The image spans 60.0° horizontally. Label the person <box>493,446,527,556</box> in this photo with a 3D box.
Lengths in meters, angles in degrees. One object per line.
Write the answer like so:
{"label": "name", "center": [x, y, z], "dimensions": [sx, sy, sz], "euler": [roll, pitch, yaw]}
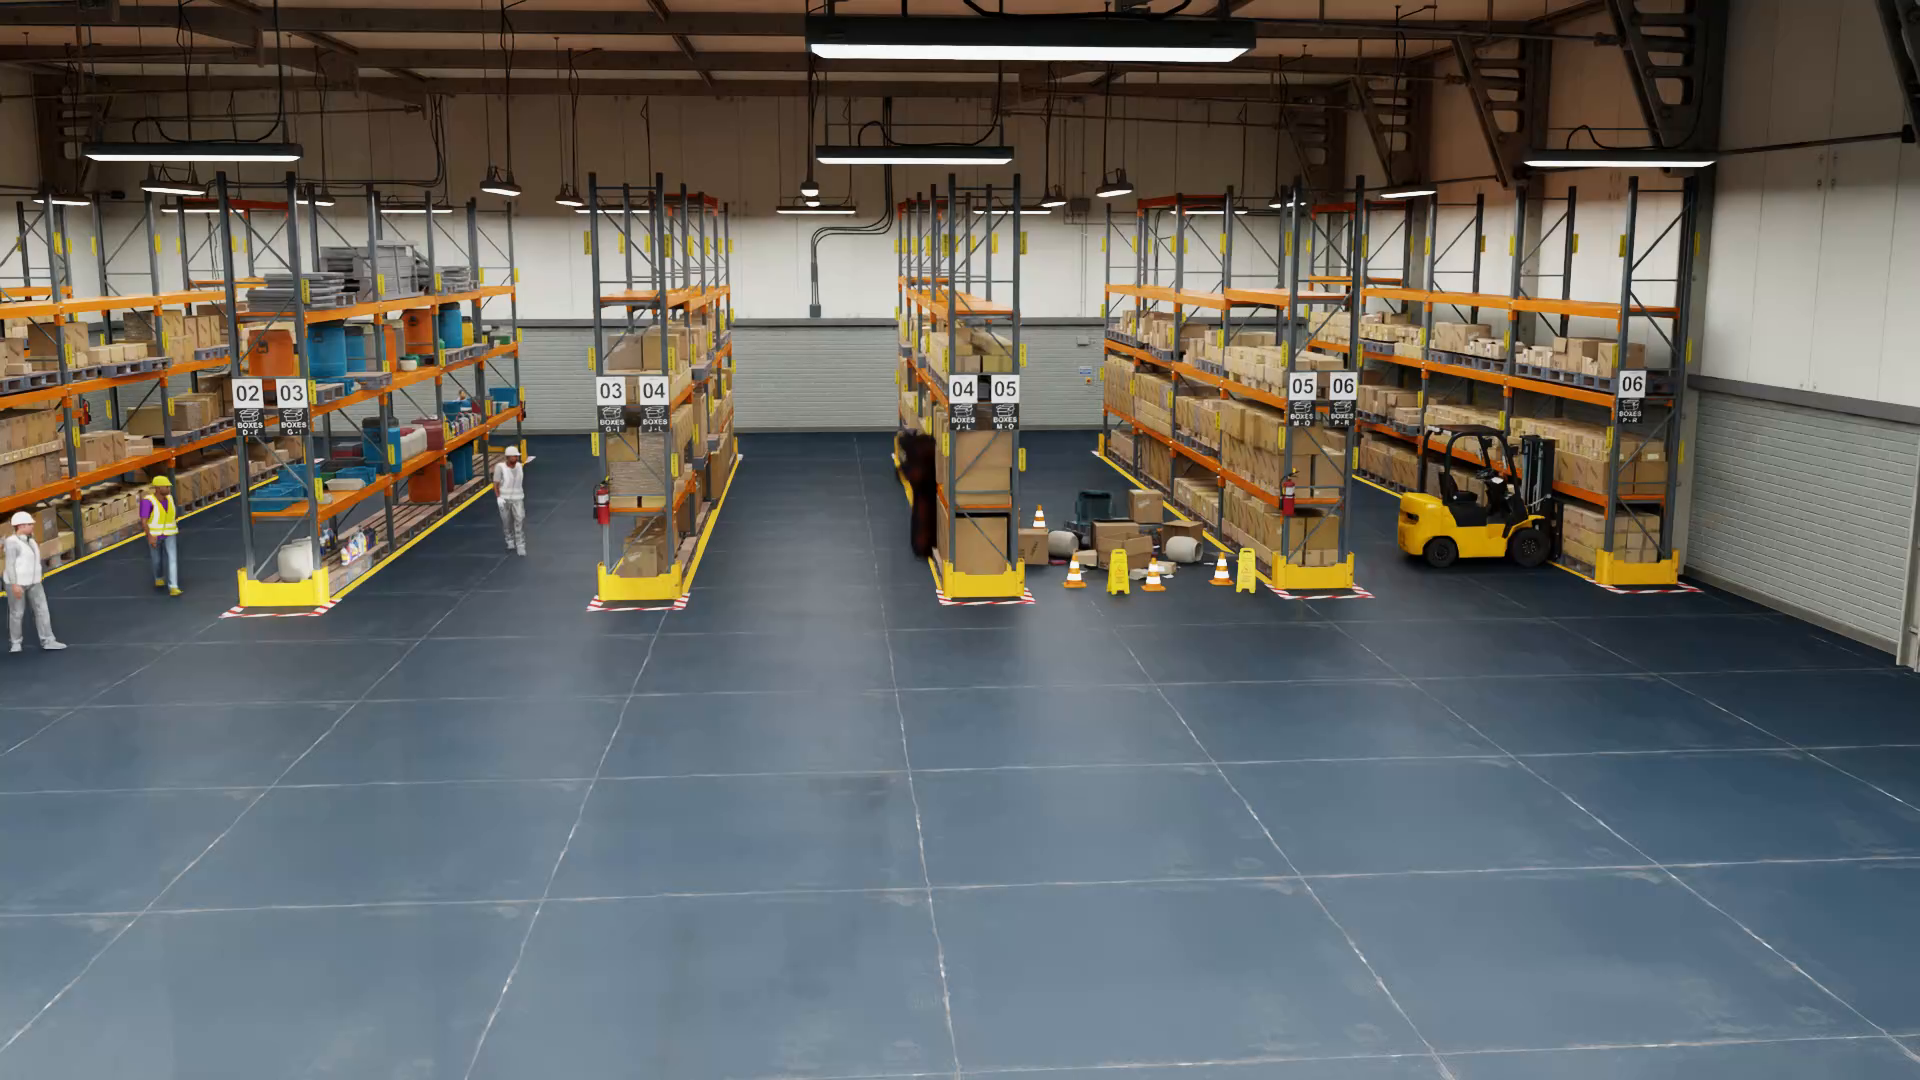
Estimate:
{"label": "person", "center": [-7.403, -0.668, 27.310], "dimensions": [0.484, 1.737, 0.953], "euler": [-3, 10, -14]}

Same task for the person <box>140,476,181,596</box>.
{"label": "person", "center": [-11.618, -0.070, 24.153], "dimensions": [0.493, 1.727, 1.048], "euler": [-5, 11, -28]}

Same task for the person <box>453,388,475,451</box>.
{"label": "person", "center": [-12.048, -2.860, 40.247], "dimensions": [0.551, 1.591, 0.931], "euler": [-1, 10, -3]}

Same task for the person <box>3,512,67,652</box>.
{"label": "person", "center": [-11.607, 0.531, 20.661], "dimensions": [0.640, 1.762, 0.548], "euler": [4, 11, 20]}
